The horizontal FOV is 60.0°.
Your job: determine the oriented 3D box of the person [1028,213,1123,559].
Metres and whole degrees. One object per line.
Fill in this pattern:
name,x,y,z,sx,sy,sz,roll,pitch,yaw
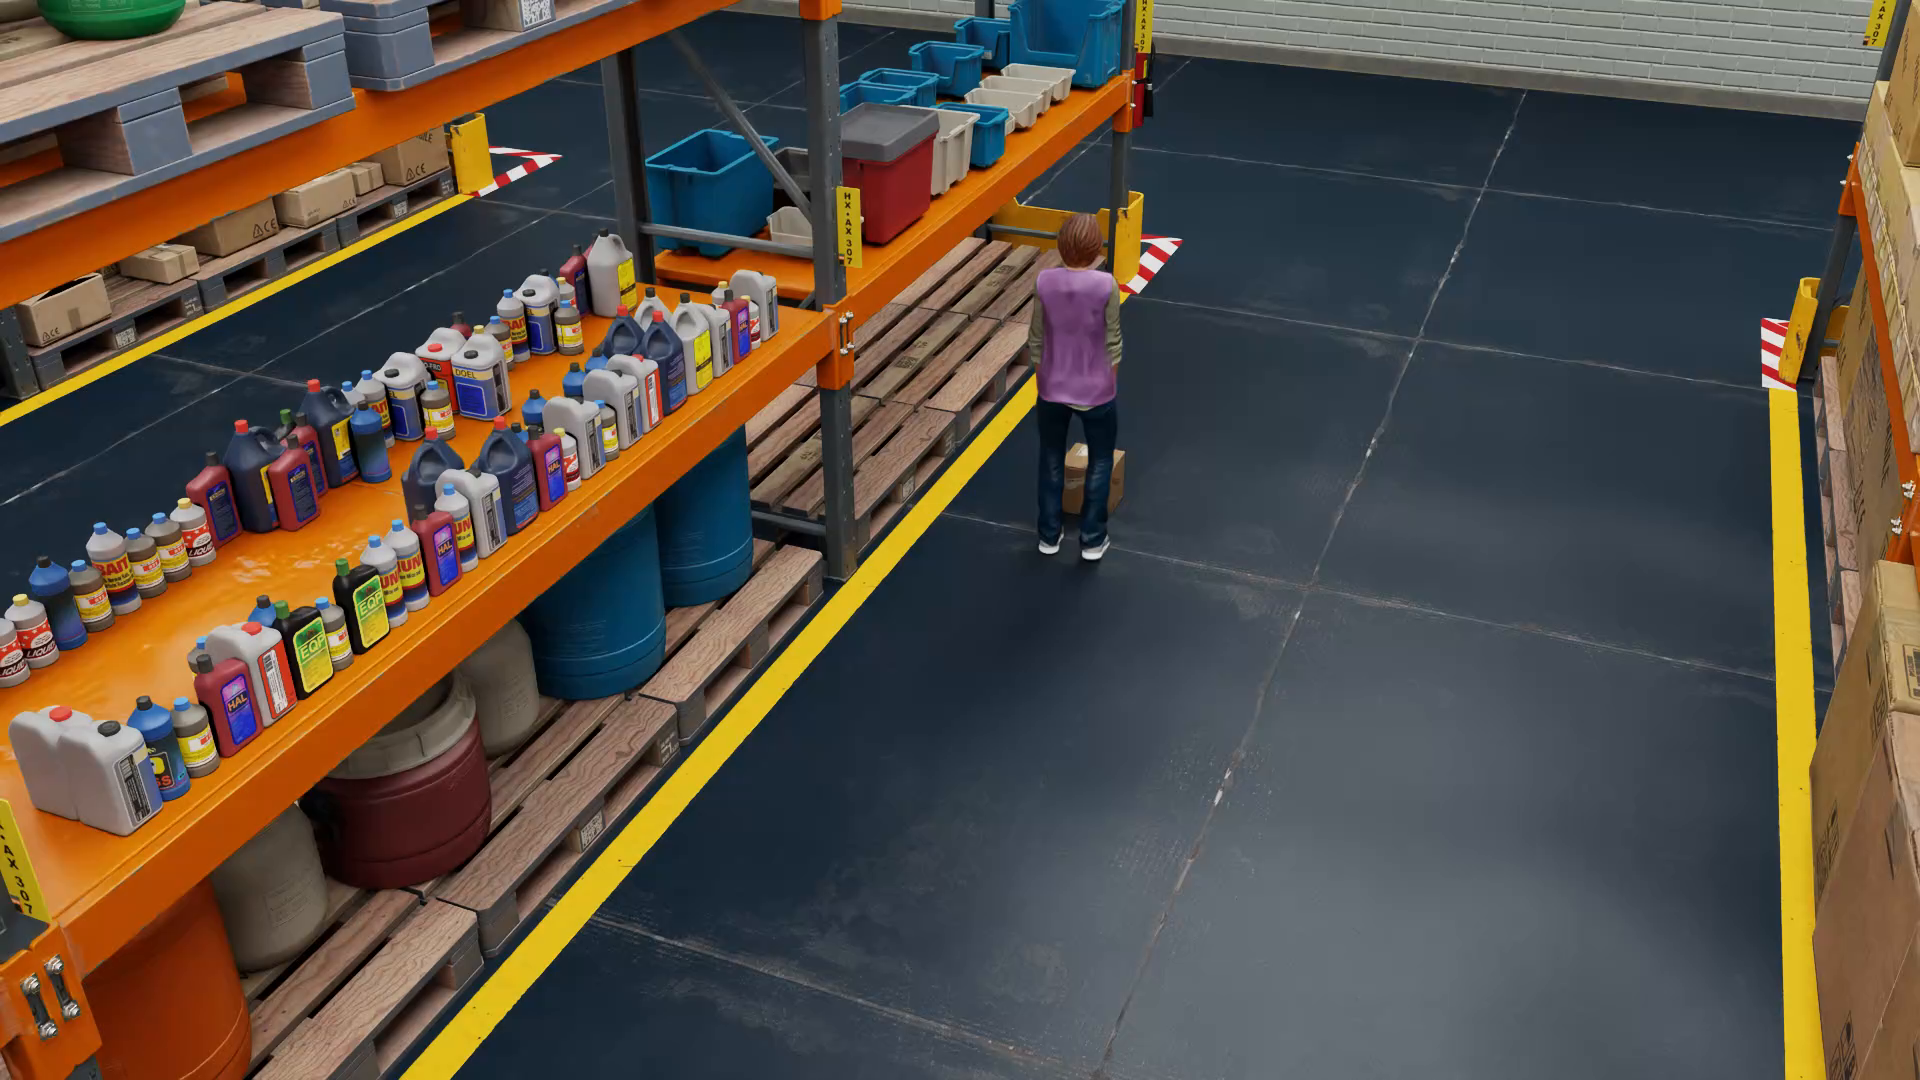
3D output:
person,0.493,-0.647,7.287,0.415,1.581,0.340,8,31,14
